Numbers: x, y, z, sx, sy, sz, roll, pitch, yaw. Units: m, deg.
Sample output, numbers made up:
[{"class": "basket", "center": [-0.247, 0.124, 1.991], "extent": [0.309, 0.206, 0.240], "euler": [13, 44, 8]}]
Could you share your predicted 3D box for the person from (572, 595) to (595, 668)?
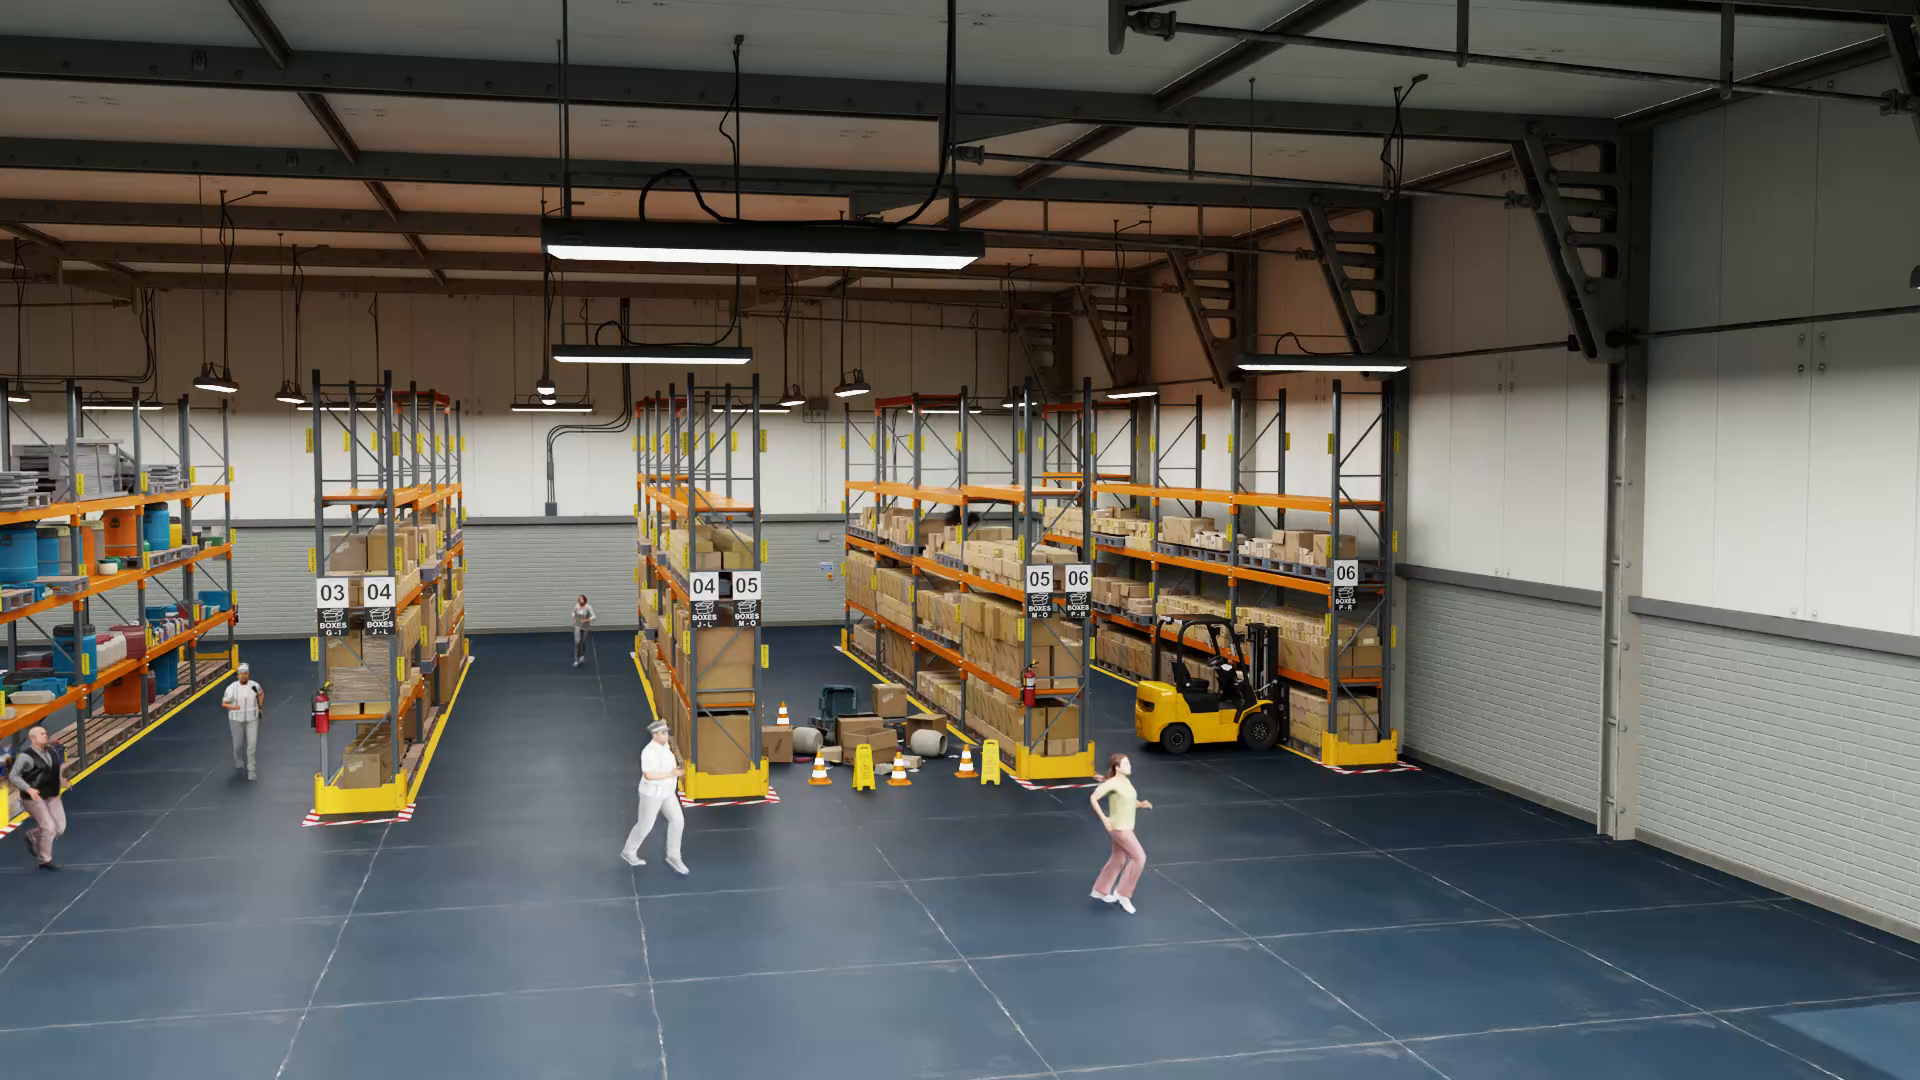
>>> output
[{"class": "person", "center": [-8.498, 2.039, 37.592], "extent": [0.533, 1.637, 0.719], "euler": [0, 3, -5]}]

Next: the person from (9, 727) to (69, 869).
[{"class": "person", "center": [-10.850, 3.030, 19.578], "extent": [0.640, 1.680, 0.652], "euler": [1, 3, 17]}]

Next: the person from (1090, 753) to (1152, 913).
[{"class": "person", "center": [1.730, 3.134, 17.882], "extent": [0.698, 1.696, 0.548], "euler": [1, 4, 24]}]

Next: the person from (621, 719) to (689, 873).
[{"class": "person", "center": [-3.574, 2.995, 19.450], "extent": [0.864, 1.830, 0.592], "euler": [2, 4, 25]}]

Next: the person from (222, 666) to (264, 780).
[{"class": "person", "center": [-10.747, 2.716, 24.975], "extent": [0.606, 1.666, 0.924], "euler": [-2, 4, -29]}]
